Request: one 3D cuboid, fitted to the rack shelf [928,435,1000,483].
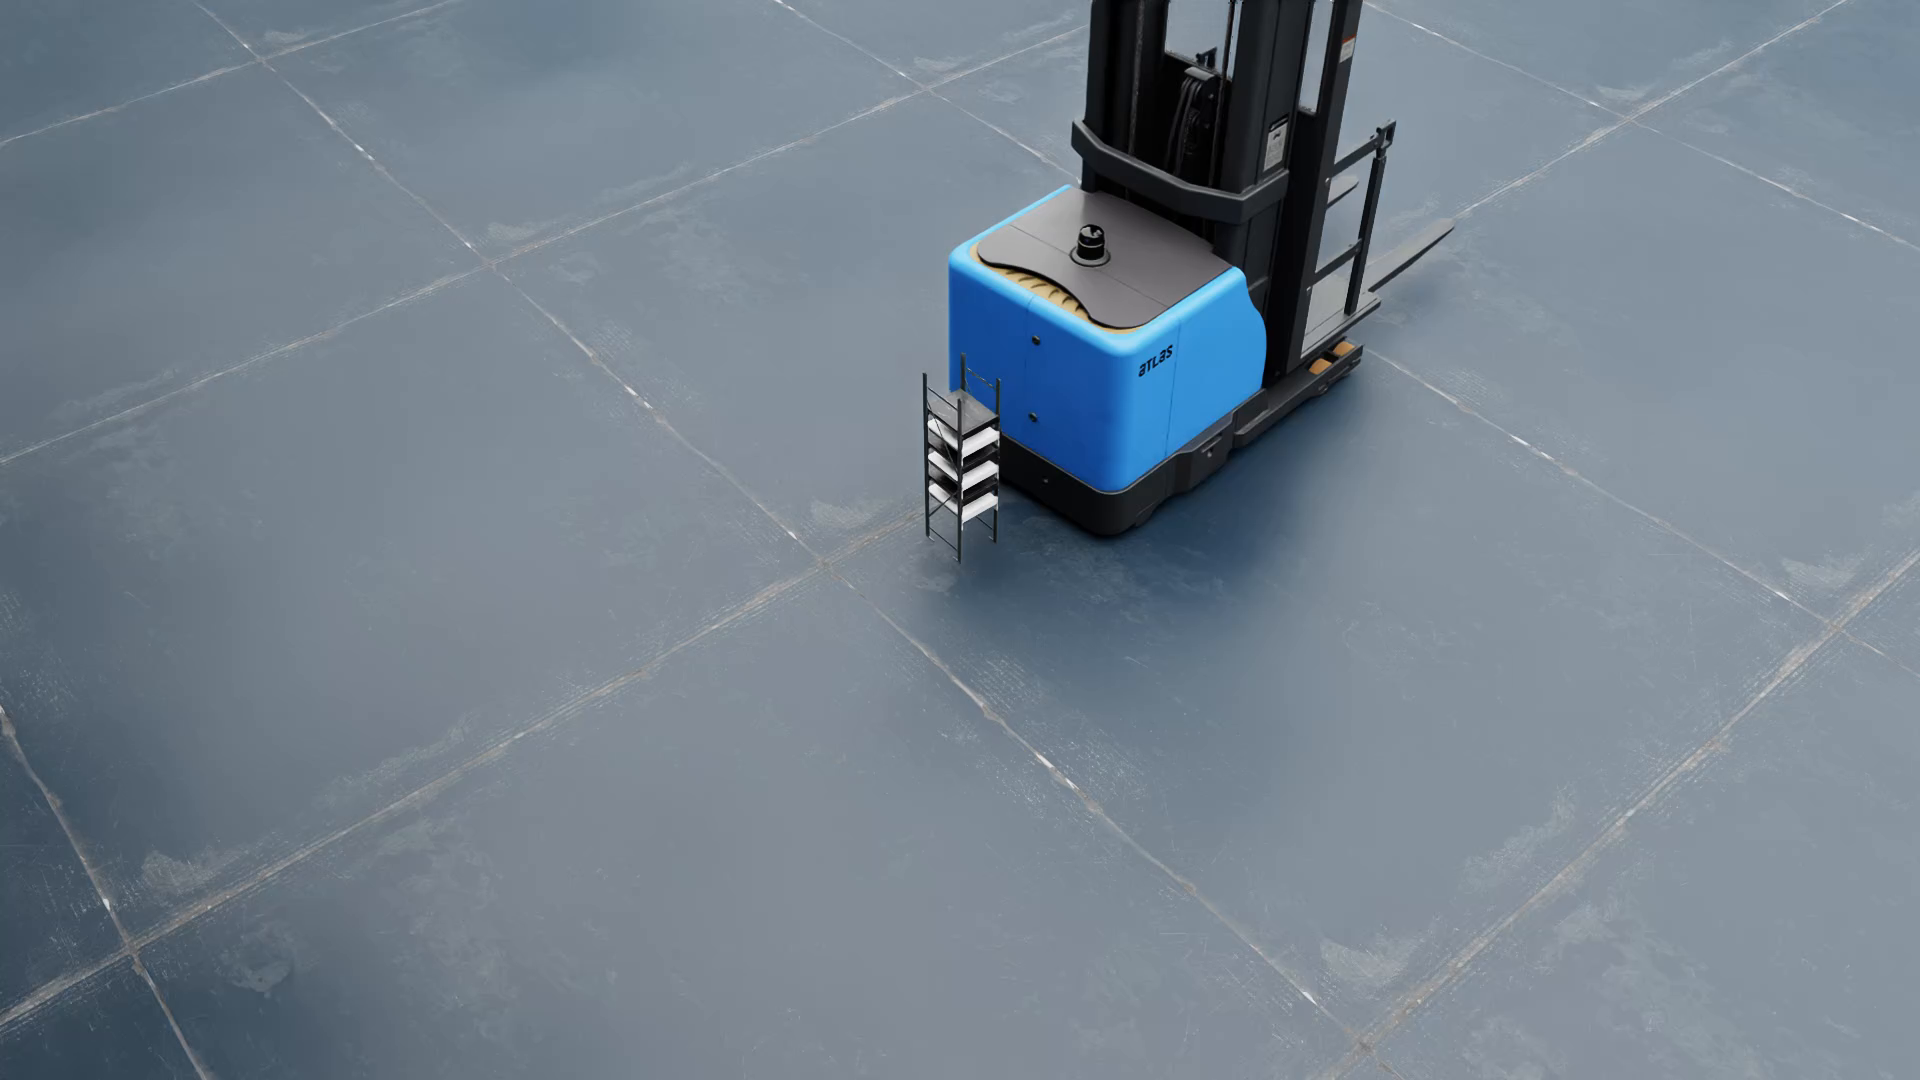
[{"bbox_3d":[0.006,-0.373,6.961,0.200,0.077,0.258,-30,51,-28],"label":"rack shelf"}]

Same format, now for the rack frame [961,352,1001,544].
[{"bbox_3d":[0.084,-0.376,7.047,0.006,0.900,0.240,-30,51,-28],"label":"rack frame"}]

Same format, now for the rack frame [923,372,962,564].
[{"bbox_3d":[-0.072,-0.287,6.952,0.006,0.900,0.240,-30,51,-28],"label":"rack frame"}]

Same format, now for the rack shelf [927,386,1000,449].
[{"bbox_3d":[0.006,-0.504,6.837,0.200,0.077,0.258,-30,51,-28],"label":"rack shelf"}]

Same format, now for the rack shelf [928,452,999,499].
[{"bbox_3d":[0.006,-0.307,7.022,0.200,0.077,0.258,-30,51,-28],"label":"rack shelf"}]

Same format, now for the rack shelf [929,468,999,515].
[{"bbox_3d":[0.006,-0.242,7.084,0.200,0.077,0.258,-30,51,-28],"label":"rack shelf"}]

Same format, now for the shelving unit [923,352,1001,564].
[{"bbox_3d":[0.006,-0.332,6.999,0.210,0.900,0.258,-30,51,-28],"label":"shelving unit"}]

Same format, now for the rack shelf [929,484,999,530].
[{"bbox_3d":[0.006,-0.176,7.145,0.200,0.077,0.258,-30,51,-28],"label":"rack shelf"}]

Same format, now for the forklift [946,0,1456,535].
[{"bbox_3d":[1.323,-1.999,7.292,1.130,2.935,3.031,34,53,31],"label":"forklift"}]

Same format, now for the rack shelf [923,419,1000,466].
[{"bbox_3d":[0.006,-0.438,6.899,0.200,0.077,0.258,-30,51,-28],"label":"rack shelf"}]
